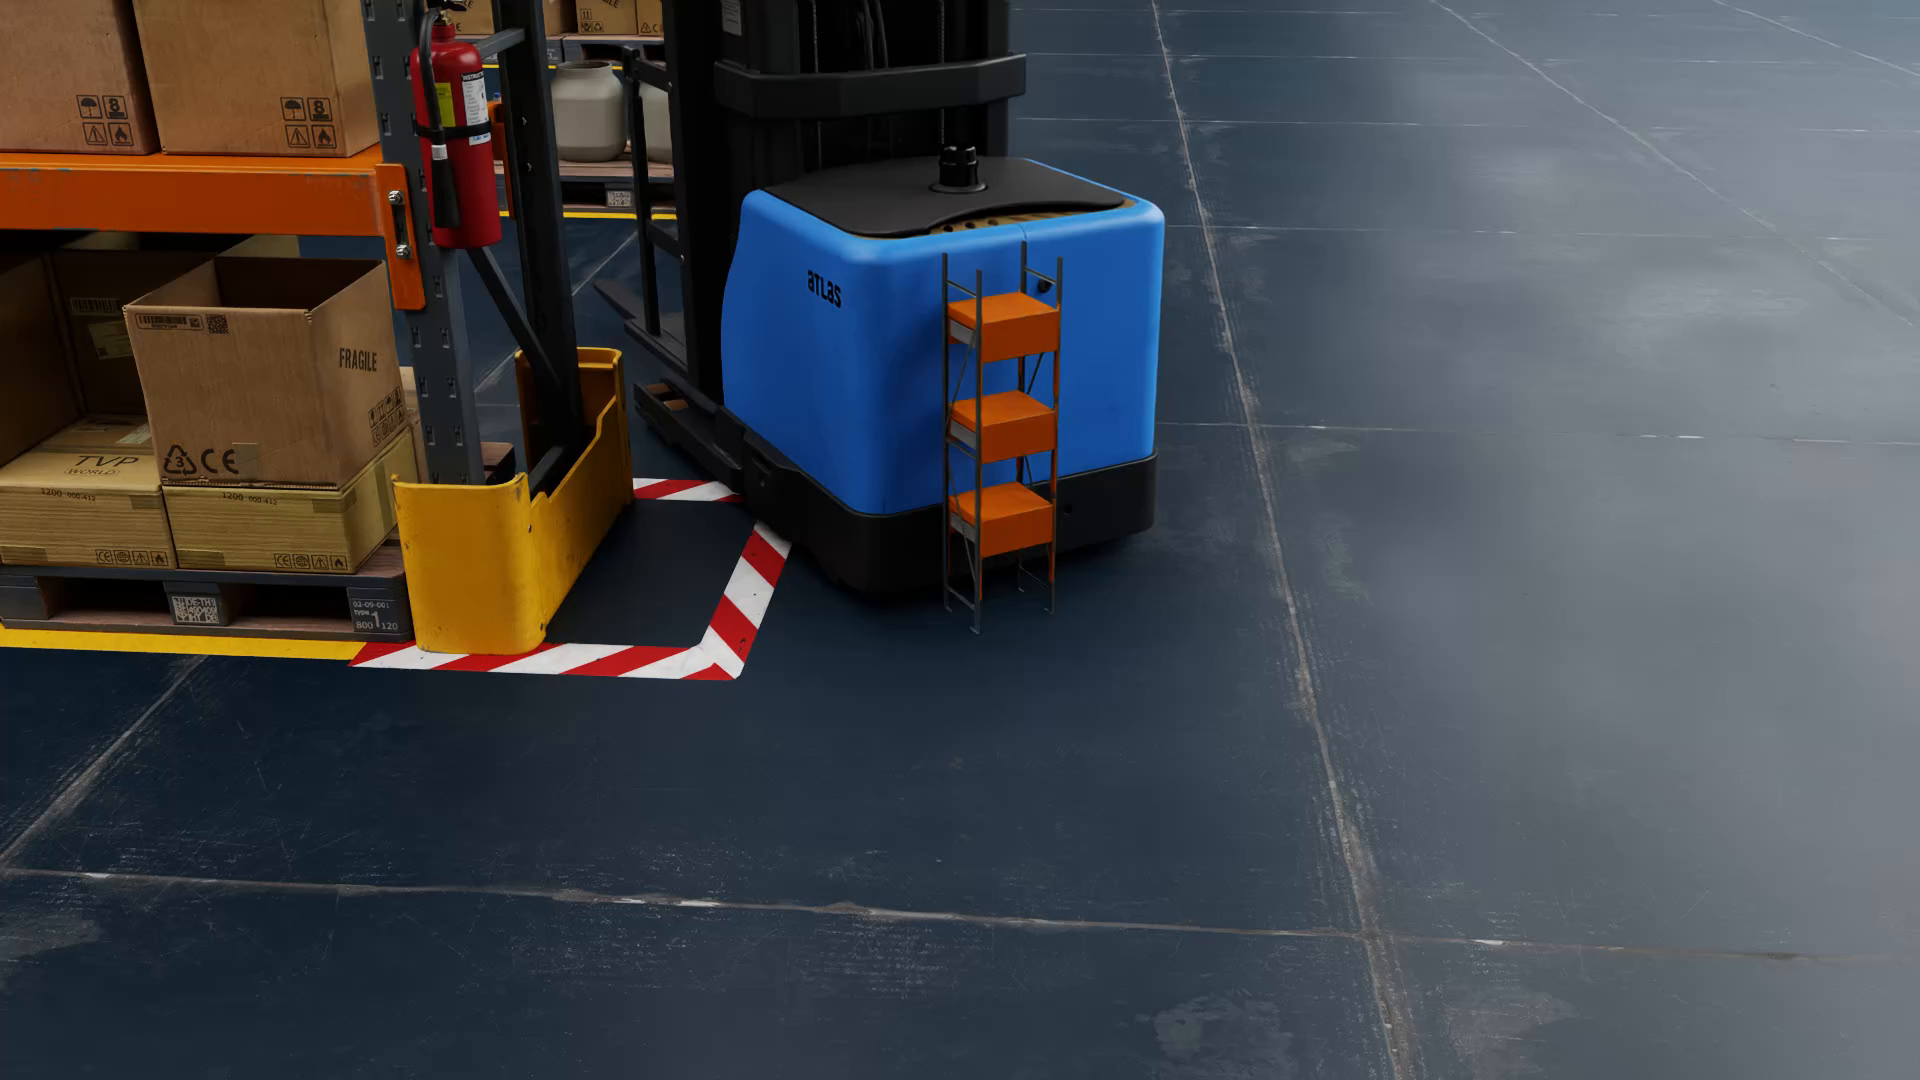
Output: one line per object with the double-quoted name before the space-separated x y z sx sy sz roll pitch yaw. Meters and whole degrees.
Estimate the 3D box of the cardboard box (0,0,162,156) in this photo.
"cardboard box" -2.313 -1.374 4.527 0.500 0.500 0.700 2 25 5

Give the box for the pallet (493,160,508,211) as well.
"pallet" -3.044 -2.142 9.652 1.213 0.211 1.003 2 25 4

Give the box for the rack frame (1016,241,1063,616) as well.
"rack frame" 0.217 -0.296 4.637 0.008 1.050 0.200 -13 28 -26

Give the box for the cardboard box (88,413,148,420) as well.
"cardboard box" -2.341 -0.359 5.229 0.500 0.250 0.500 2 25 4

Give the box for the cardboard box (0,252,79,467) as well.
"cardboard box" -2.880 -0.494 4.626 0.500 0.500 0.500 2 25 4

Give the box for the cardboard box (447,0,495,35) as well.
"cardboard box" -4.155 -4.576 14.093 0.500 0.500 0.500 1 25 2

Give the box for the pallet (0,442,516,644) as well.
"pallet" -2.090 -0.033 5.070 1.213 0.211 1.003 2 25 4

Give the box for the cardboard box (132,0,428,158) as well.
"cardboard box" -1.789 -1.359 4.495 0.500 0.500 0.700 2 25 4

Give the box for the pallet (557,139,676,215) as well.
"pallet" -1.830 -2.102 9.565 1.213 0.211 1.003 2 25 4

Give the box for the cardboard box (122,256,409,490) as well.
"cardboard box" -1.882 -0.469 4.570 0.500 0.500 0.500 2 25 4

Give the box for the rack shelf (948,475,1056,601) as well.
"rack shelf" 0.111 -0.009 4.704 0.240 0.259 0.215 -13 28 -26

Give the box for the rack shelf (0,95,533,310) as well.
"rack shelf" -3.319 -1.030 4.761 4.000 0.370 1.077 2 25 4

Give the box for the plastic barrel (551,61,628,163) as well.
"plastic barrel" -2.103 -2.423 9.402 0.421 0.512 0.421 0 25 0

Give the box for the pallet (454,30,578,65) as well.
"pallet" -3.878 -4.276 14.291 1.213 0.211 1.003 2 25 4

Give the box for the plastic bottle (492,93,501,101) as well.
"plastic bottle" -2.725 -2.506 9.845 0.097 0.271 0.097 0 25 0

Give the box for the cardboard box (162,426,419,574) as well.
"cardboard box" -1.882 -0.129 4.728 0.500 0.250 0.500 2 25 4

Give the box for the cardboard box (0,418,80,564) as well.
"cardboard box" -2.880 -0.155 4.786 0.500 0.250 0.500 2 25 4

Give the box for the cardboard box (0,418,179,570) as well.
"cardboard box" -2.381 -0.140 4.752 0.500 0.250 0.500 2 25 4

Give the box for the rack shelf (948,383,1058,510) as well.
"rack shelf" 0.111 -0.262 4.588 0.240 0.259 0.215 -13 28 -26

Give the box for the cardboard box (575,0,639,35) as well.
"cardboard box" -2.958 -4.573 14.088 0.500 0.500 0.500 0 25 -1

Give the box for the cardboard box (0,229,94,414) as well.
"cardboard box" -2.840 -0.711 5.097 0.500 0.500 0.500 2 25 4

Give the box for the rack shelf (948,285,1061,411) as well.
"rack shelf" 0.111 -0.519 4.469 0.240 0.259 0.215 -13 28 -26

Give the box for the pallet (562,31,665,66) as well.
"pallet" -2.659 -4.238 14.208 1.213 0.211 1.003 2 25 4

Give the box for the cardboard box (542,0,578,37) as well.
"cardboard box" -3.583 -4.560 14.060 0.500 0.500 0.500 10 27 21

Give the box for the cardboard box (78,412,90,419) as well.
"cardboard box" -2.839 -0.375 5.264 0.500 0.250 0.500 2 25 4

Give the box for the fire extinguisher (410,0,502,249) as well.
"fire extinguisher" -1.242 -1.061 4.059 0.183 0.674 0.296 2 25 4

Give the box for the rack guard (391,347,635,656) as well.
"rack guard" -1.300 -0.157 4.993 0.348 0.500 1.175 2 25 4

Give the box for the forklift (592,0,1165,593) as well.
"forklift" -0.547 -1.756 5.561 1.130 2.935 3.031 -13 28 -26

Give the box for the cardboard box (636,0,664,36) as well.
"cardboard box" -2.405 -4.537 14.009 0.500 0.500 0.500 4 25 9

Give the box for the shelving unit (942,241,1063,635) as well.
"shelving unit" 0.111 -0.271 4.583 0.252 1.050 0.215 -13 28 -26

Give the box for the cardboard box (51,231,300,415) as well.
"cardboard box" -2.341 -0.701 5.074 0.500 0.500 0.500 2 25 4

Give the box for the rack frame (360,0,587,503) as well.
"rack frame" -1.324 -1.293 4.472 0.127 3.000 1.000 2 25 4

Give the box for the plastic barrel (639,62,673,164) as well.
"plastic barrel" -1.604 -2.407 9.367 0.421 0.512 0.421 0 25 0

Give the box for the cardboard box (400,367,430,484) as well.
"cardboard box" -1.842 -0.345 5.198 0.500 0.250 0.500 2 25 4

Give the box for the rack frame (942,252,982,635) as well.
"rack frame" 0.004 -0.246 4.529 0.008 1.050 0.200 -13 28 -26
